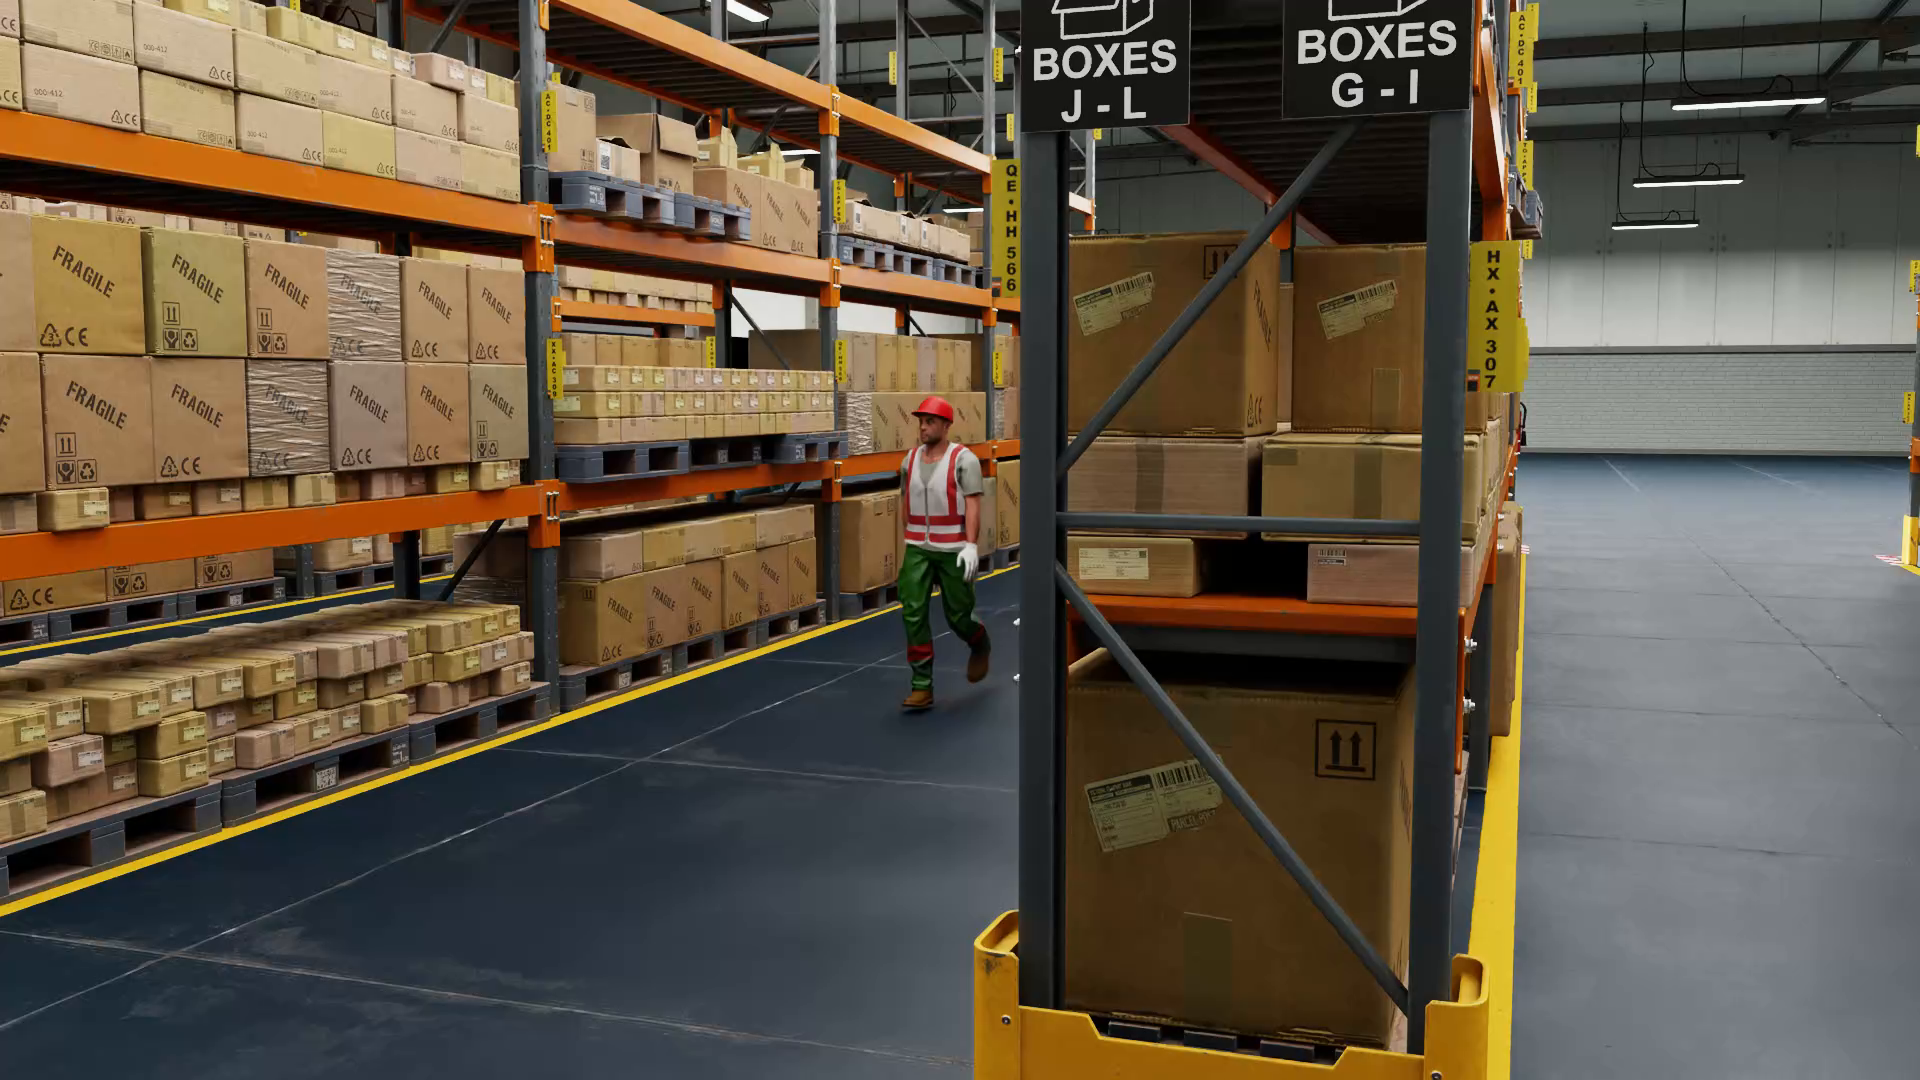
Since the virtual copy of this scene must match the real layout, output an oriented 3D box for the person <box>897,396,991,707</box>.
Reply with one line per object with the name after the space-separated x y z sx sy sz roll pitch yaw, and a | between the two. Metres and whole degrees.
-0.098 0.052 9.611 0.571 1.762 0.853 2 6 24 | person
